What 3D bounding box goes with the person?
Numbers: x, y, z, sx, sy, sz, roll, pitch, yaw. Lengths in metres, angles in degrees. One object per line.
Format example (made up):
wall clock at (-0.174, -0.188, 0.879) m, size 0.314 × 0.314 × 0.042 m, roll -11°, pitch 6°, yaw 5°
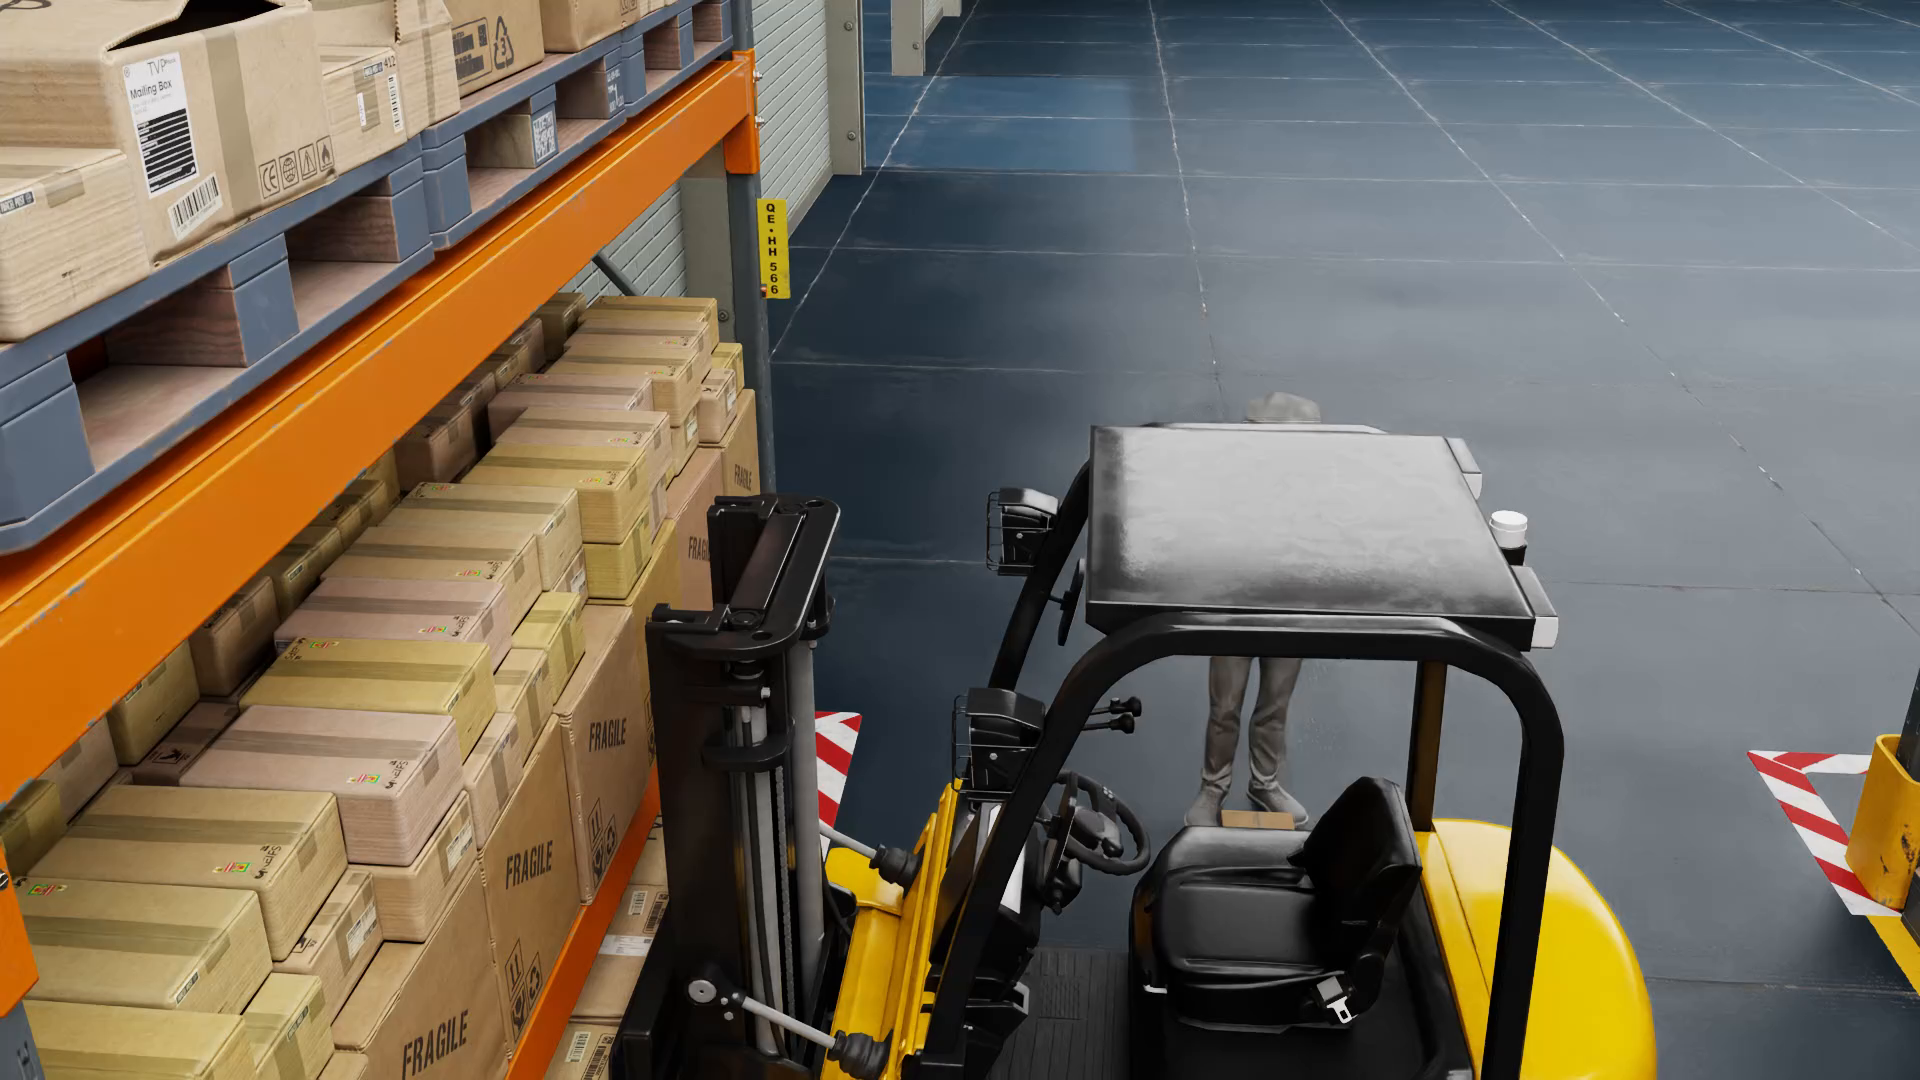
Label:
person at (1.102, 0.290, 5.985) m, size 0.473 × 1.662 × 0.327 m, roll 3°, pitch 25°, yaw 6°
